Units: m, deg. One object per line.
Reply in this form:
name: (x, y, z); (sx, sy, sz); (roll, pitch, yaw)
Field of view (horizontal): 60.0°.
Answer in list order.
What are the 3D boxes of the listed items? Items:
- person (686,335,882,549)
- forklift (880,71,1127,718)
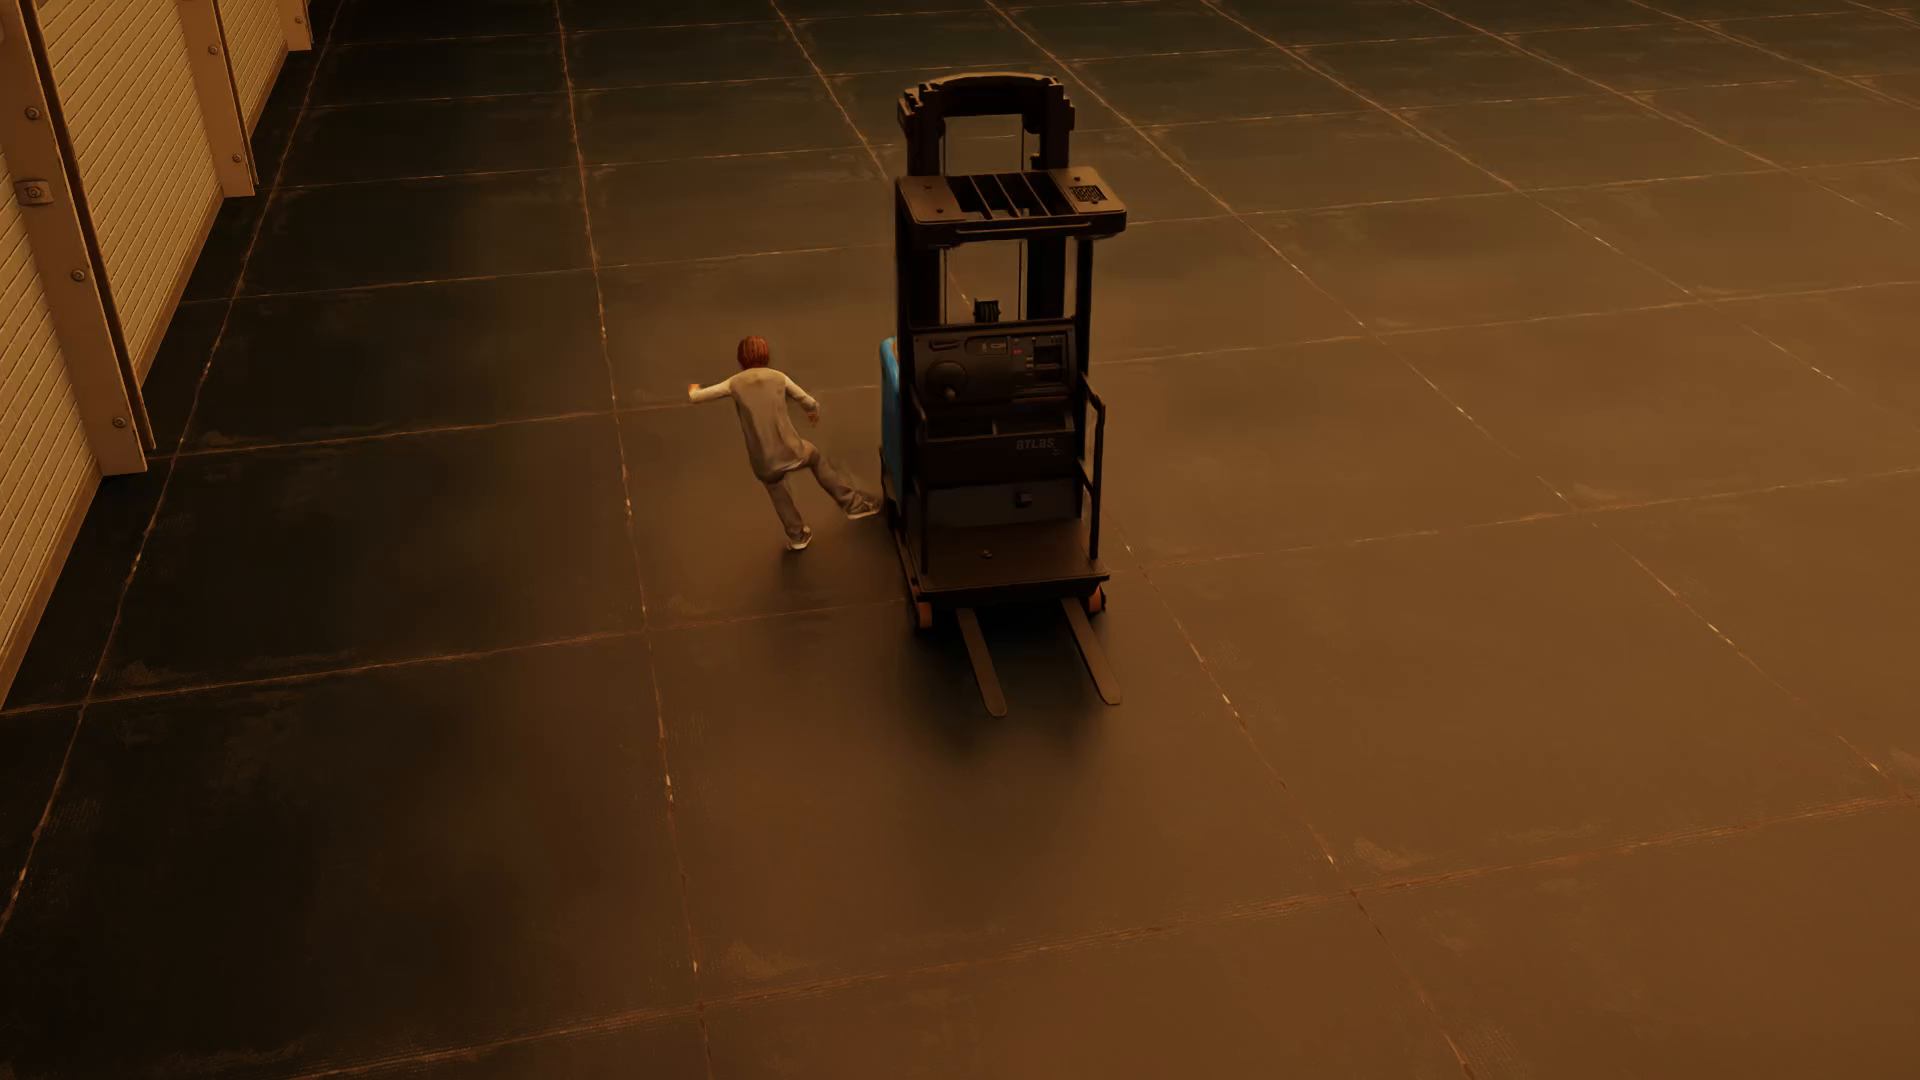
person: (-1.072, -0.653, 10.307); (1.127, 1.355, 0.833); (-10, 32, -17)
forklift: (0.237, -0.947, 9.211); (1.130, 2.935, 3.031); (-5, 30, -9)
